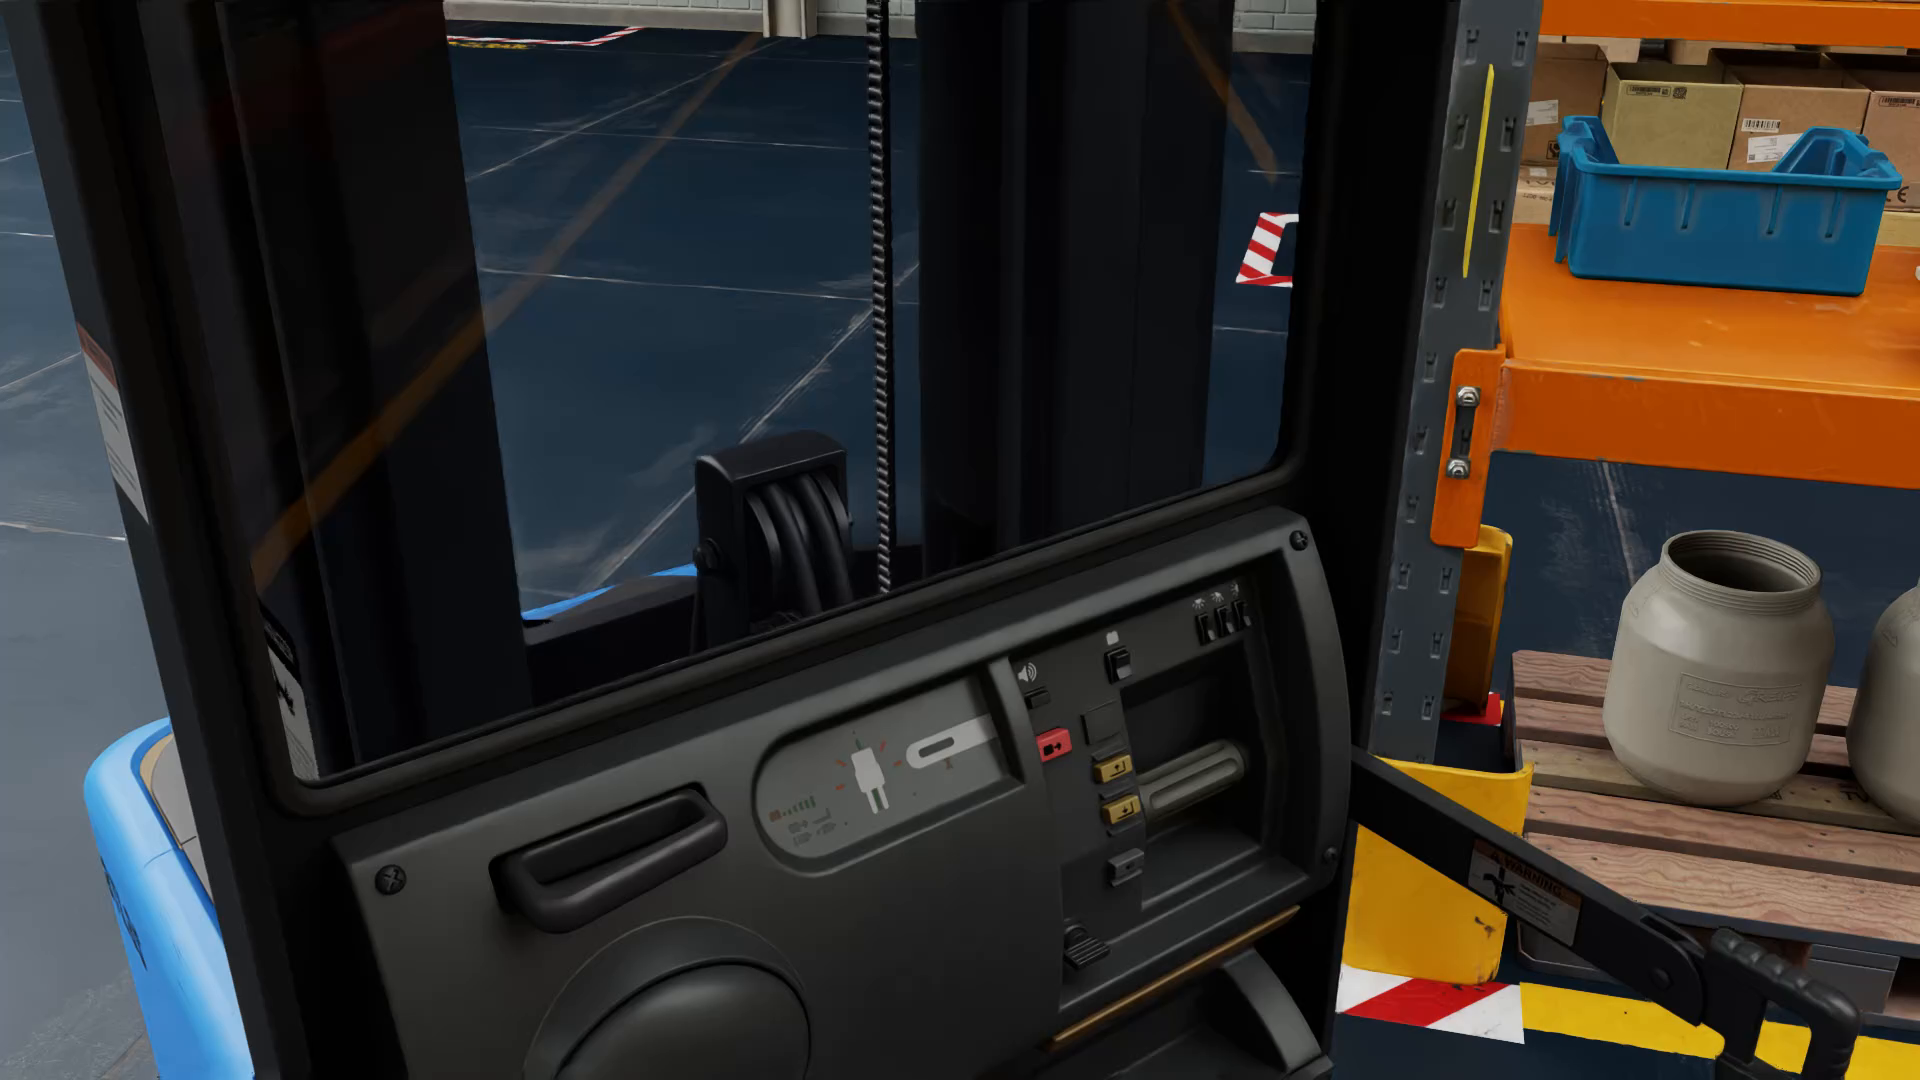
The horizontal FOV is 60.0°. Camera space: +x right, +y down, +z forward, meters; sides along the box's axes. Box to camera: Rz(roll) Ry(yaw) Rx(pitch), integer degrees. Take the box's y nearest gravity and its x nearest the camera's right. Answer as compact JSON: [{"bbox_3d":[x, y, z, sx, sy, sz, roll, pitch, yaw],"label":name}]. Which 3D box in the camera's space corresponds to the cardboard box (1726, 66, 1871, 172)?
[{"bbox_3d":[3.651,-1.795,7.368,0.500,0.500,0.500,6,26,13],"label":"cardboard box"}]

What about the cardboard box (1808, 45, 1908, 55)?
[{"bbox_3d":[6.304,-3.558,11.630,0.500,0.500,0.500,4,26,9],"label":"cardboard box"}]

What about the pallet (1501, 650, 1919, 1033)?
[{"bbox_3d":[1.848,0.639,3.661,1.213,0.211,1.003,6,26,13],"label":"pallet"}]

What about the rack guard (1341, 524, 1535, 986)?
[{"bbox_3d":[1.063,0.420,3.787,0.348,0.500,1.175,6,26,13],"label":"rack guard"}]

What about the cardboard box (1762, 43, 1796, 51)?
[{"bbox_3d":[5.775,-3.485,11.884,0.250,0.149,0.380,4,26,9],"label":"cardboard box"}]

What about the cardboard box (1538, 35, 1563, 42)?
[{"bbox_3d":[4.093,-3.695,12.138,0.500,0.311,0.500,3,26,7],"label":"cardboard box"}]

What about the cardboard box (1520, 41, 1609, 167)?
[{"bbox_3d":[2.808,-2.112,8.035,0.500,0.500,0.500,6,26,13],"label":"cardboard box"}]

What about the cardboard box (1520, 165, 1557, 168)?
[{"bbox_3d":[2.808,-1.773,8.194,0.500,0.250,0.500,6,26,13],"label":"cardboard box"}]

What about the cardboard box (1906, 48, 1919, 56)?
[{"bbox_3d":[6.793,-3.358,11.597,0.250,0.166,0.380,3,26,6],"label":"cardboard box"}]

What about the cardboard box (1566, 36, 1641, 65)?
[{"bbox_3d":[4.645,-3.634,12.009,0.500,0.311,0.500,9,27,17],"label":"cardboard box"}]

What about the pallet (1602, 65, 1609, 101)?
[{"bbox_3d":[4.296,-3.453,12.257,1.213,0.211,1.003,6,26,13],"label":"pallet"}]

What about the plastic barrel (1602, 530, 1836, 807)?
[{"bbox_3d":[1.634,0.275,3.589,0.421,0.512,0.421,0,25,0],"label":"plastic barrel"}]

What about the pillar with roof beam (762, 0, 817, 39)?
[{"bbox_3d":[-2.545,-6.666,8.783,0.400,9.000,9.100,6,26,13],"label":"pillar with roof beam"}]

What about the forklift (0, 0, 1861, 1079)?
[{"bbox_3d":[0.114,0.291,1.230,1.130,2.935,3.031,-18,31,-33],"label":"forklift"}]

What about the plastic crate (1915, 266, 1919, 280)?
[{"bbox_3d":[1.764,-0.349,2.799,0.250,0.136,0.298,6,26,13],"label":"plastic crate"}]

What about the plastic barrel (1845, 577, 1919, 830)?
[{"bbox_3d":[2.119,0.329,3.476,0.421,0.512,0.421,0,25,0],"label":"plastic barrel"}]

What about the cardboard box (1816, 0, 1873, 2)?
[{"bbox_3d":[3.653,-2.639,7.188,0.500,0.500,0.700,6,26,13],"label":"cardboard box"}]

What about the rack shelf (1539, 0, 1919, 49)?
[{"bbox_3d":[4.152,-2.220,7.261,4.000,0.370,1.077,6,26,13],"label":"rack shelf"}]

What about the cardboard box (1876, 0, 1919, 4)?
[{"bbox_3d":[4.164,-2.584,7.072,0.500,0.500,0.700,7,26,15],"label":"cardboard box"}]

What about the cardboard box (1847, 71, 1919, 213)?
[{"bbox_3d":[4.131,-1.734,7.241,0.500,0.500,0.500,6,26,13],"label":"cardboard box"}]

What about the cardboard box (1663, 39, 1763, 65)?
[{"bbox_3d":[5.343,-3.620,11.760,0.500,0.500,0.700,5,26,10],"label":"cardboard box"}]

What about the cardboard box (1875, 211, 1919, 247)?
[{"bbox_3d":[4.131,-1.396,7.403,0.500,0.250,0.500,6,26,13],"label":"cardboard box"}]

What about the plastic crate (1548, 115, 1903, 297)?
[{"bbox_3d":[1.537,-0.701,3.406,0.616,0.251,0.499,6,26,13],"label":"plastic crate"}]

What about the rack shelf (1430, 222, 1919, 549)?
[{"bbox_3d":[2.914,-0.158,2.930,4.000,0.370,1.077,6,26,13],"label":"rack shelf"}]

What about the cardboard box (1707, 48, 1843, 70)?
[{"bbox_3d":[3.780,-2.011,7.823,0.500,0.500,0.500,6,26,13],"label":"cardboard box"}]

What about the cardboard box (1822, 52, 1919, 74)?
[{"bbox_3d":[4.264,-1.957,7.709,0.500,0.500,0.500,6,26,13],"label":"cardboard box"}]

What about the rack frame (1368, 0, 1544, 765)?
[{"bbox_3d":[0.978,-0.697,3.225,0.127,3.000,1.000,6,26,13],"label":"rack frame"}]

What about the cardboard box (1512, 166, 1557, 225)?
[{"bbox_3d":[2.679,-1.557,7.742,0.500,0.250,0.500,6,26,13],"label":"cardboard box"}]

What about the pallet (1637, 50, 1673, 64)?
[{"bbox_3d":[5.474,-3.321,11.981,1.213,0.211,1.003,6,26,13],"label":"pallet"}]

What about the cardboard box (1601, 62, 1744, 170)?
[{"bbox_3d":[3.163,-1.843,7.470,0.500,0.500,0.500,6,26,13],"label":"cardboard box"}]

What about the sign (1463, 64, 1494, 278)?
[{"bbox_3d":[0.836,-0.594,2.686,0.005,0.325,0.100,6,26,13],"label":"sign"}]
